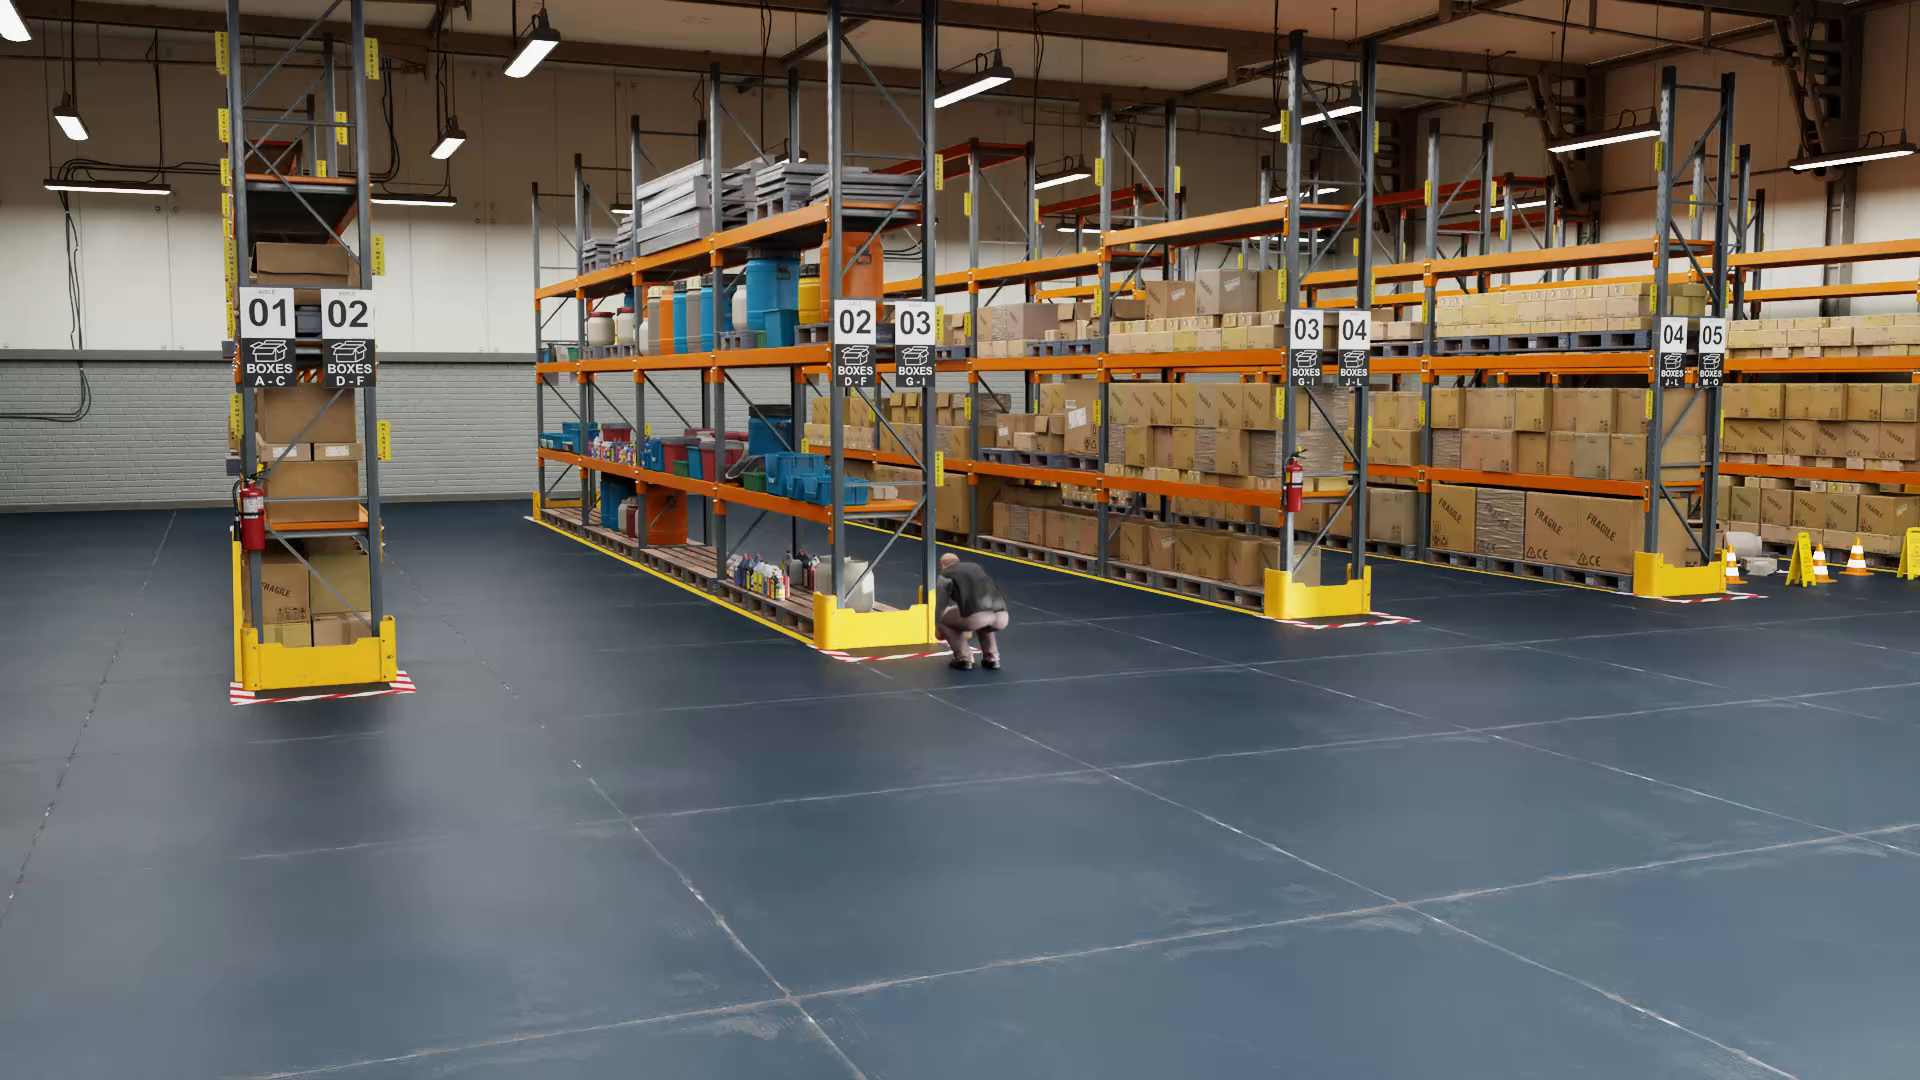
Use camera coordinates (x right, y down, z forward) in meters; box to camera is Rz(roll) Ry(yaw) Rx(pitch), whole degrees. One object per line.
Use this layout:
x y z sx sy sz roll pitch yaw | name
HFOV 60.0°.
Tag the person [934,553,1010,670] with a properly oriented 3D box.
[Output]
0.072 0.620 14.405 0.508 0.961 0.898 -3 6 -25 | person
